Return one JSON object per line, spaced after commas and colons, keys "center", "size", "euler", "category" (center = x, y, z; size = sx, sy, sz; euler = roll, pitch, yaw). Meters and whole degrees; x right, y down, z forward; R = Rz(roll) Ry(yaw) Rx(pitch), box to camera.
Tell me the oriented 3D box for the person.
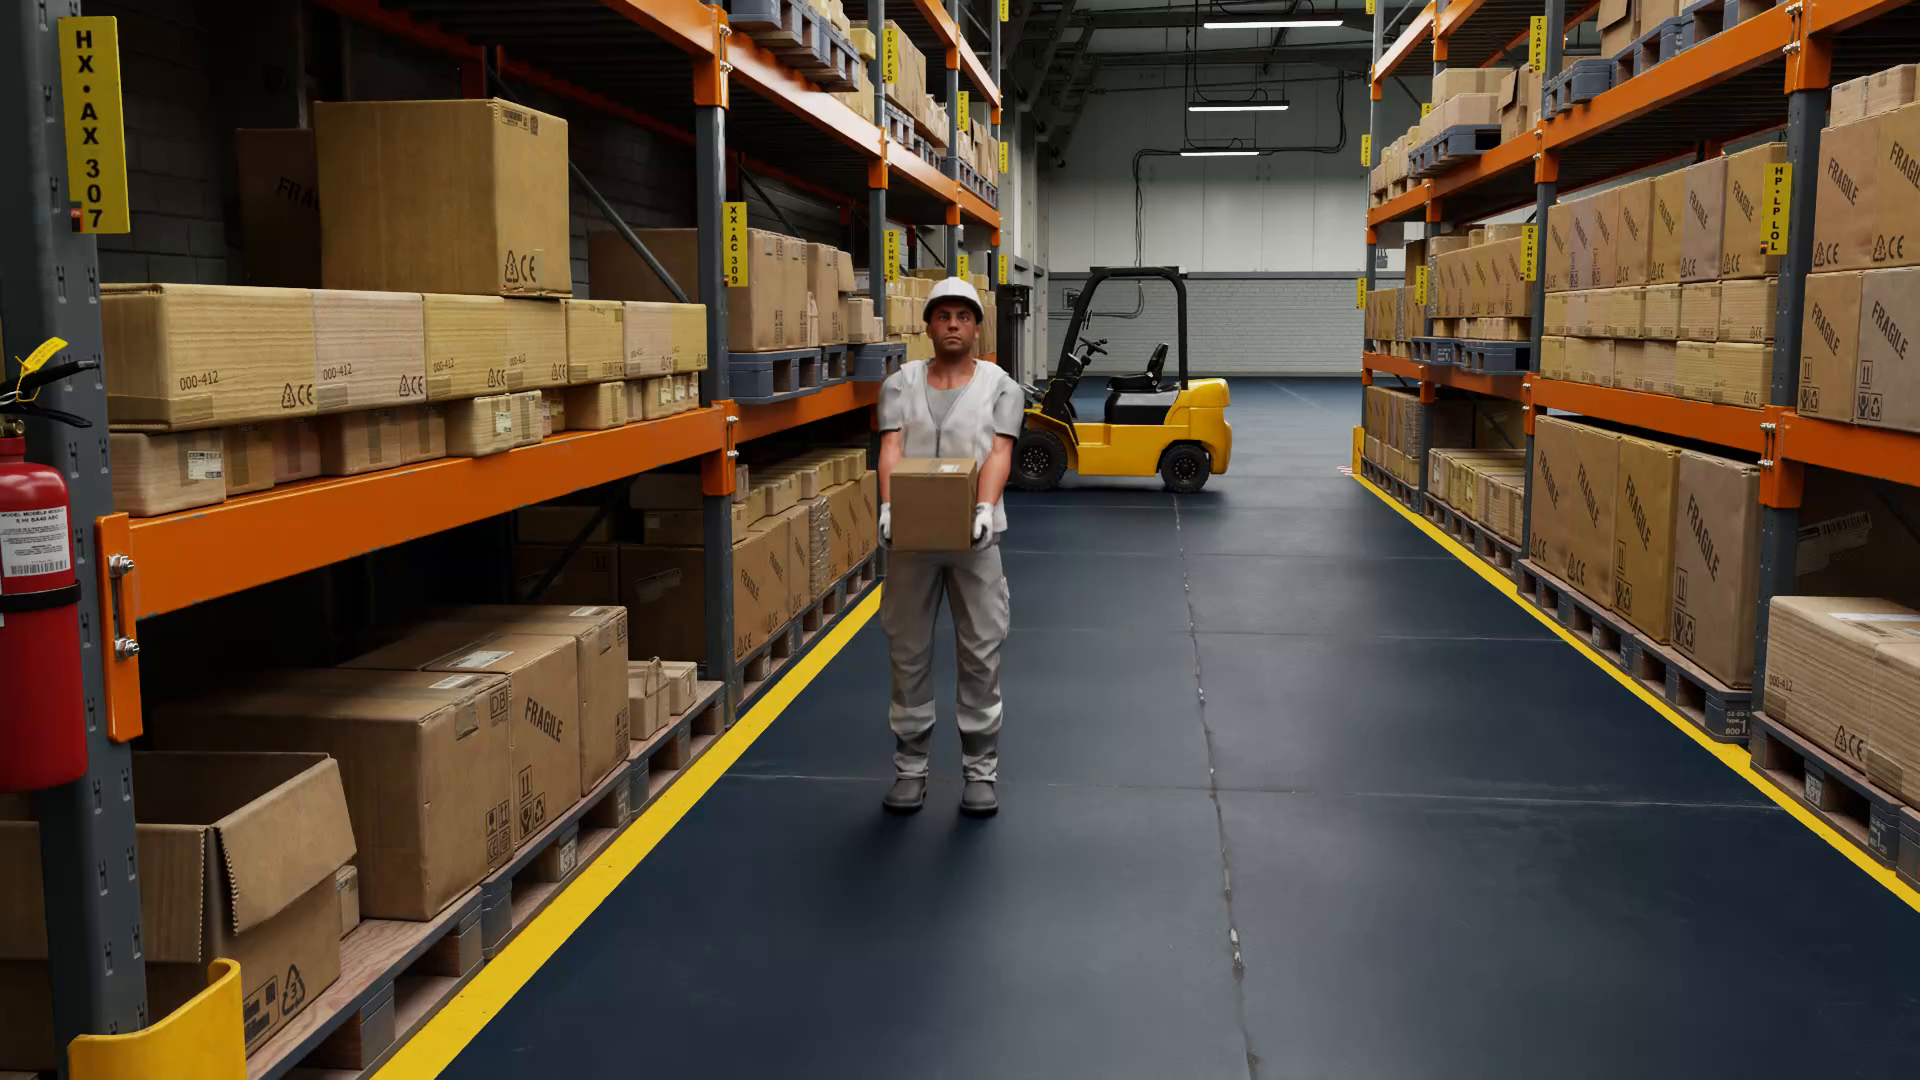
{"center": [-0.048, 0.027, 5.508], "size": [0.497, 1.785, 0.561], "euler": [1, 8, 6], "category": "person"}
